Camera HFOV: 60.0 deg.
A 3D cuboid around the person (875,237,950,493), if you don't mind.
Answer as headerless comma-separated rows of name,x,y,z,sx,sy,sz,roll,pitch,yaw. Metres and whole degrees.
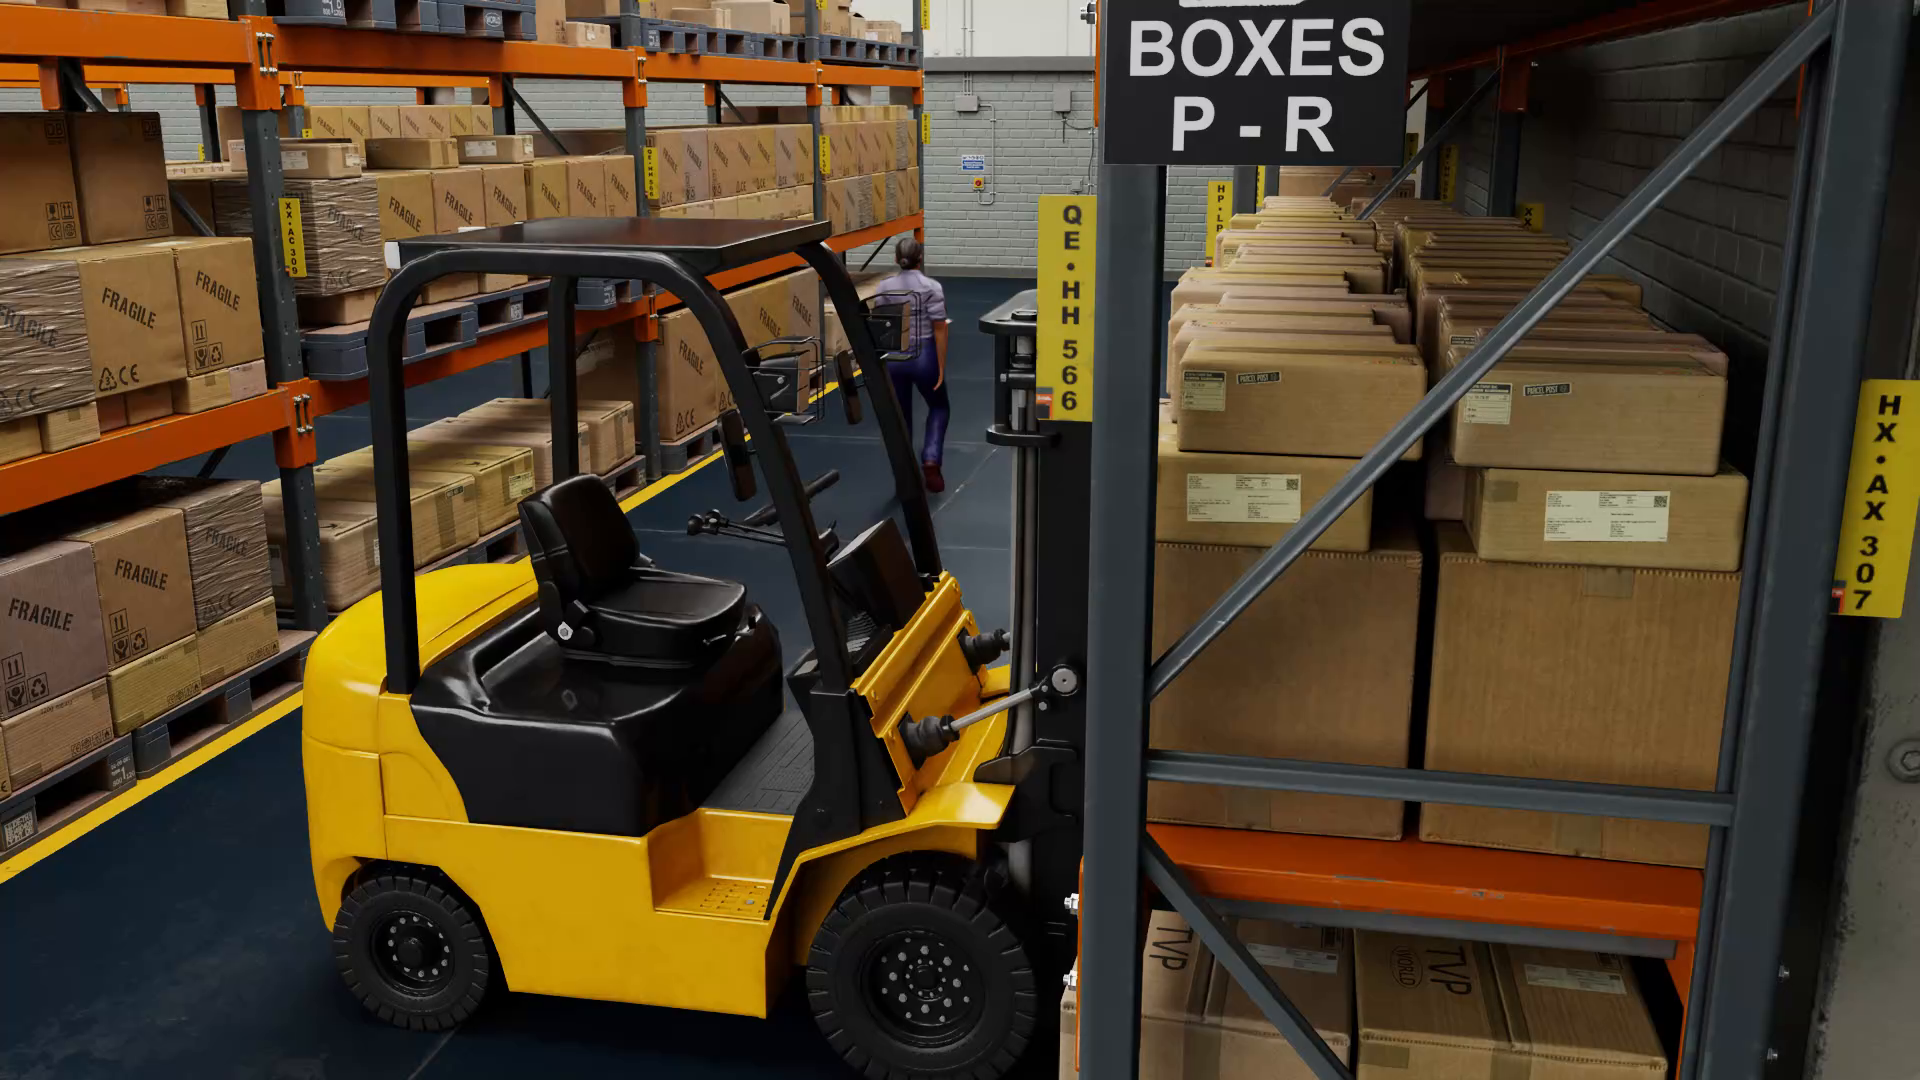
person,-0.304,-1.120,10.739,0.485,1.664,0.441,1,15,5
